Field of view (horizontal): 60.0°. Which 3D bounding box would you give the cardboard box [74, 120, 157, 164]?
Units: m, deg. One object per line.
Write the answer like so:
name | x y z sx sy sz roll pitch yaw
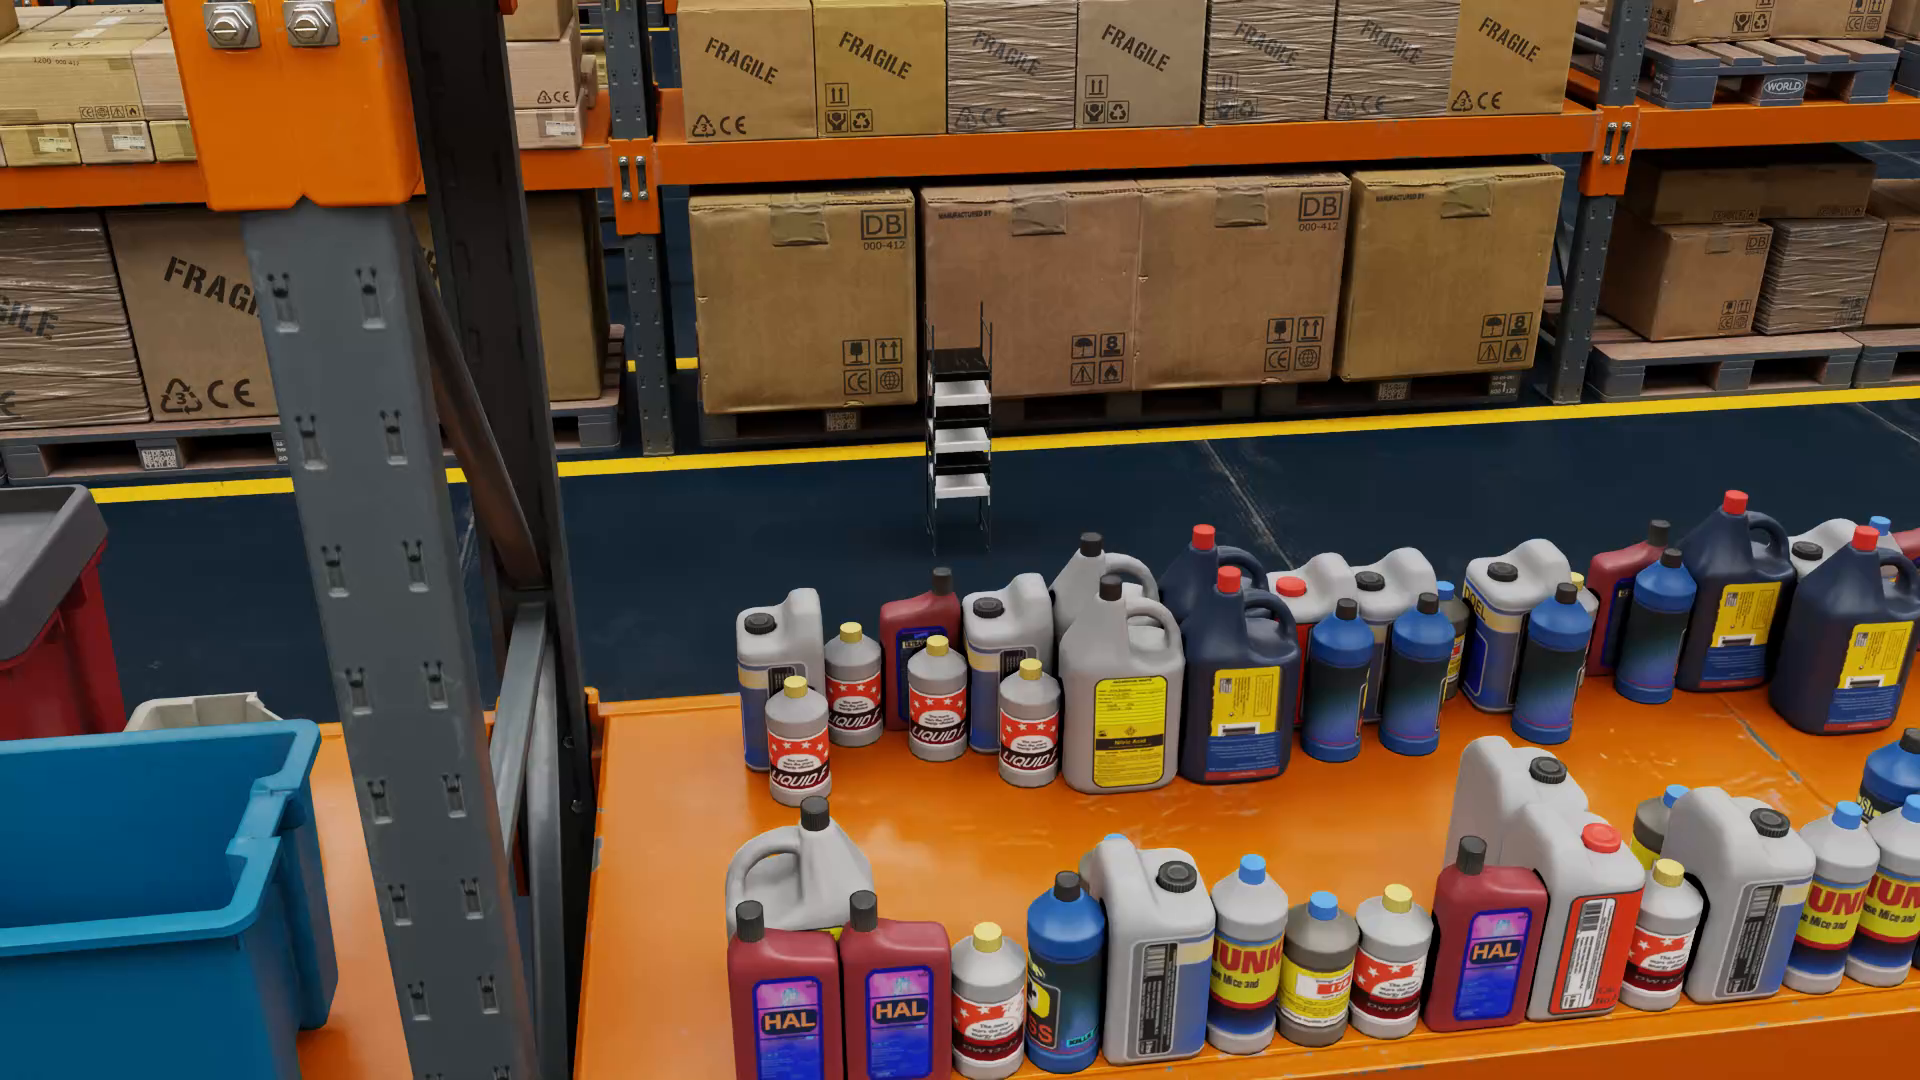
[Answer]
cardboard box | -3.104 -1.529 6.219 0.250 0.149 0.380 -3 27 -6

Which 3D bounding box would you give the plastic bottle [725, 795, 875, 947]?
plastic bottle | -0.199 0.477 2.089 0.185 0.351 0.144 -4 27 -7

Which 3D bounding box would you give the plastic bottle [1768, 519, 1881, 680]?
plastic bottle | 1.481 0.104 2.898 0.135 0.276 0.152 -4 27 -7

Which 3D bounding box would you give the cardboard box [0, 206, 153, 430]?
cardboard box | -3.760 -1.028 6.834 0.875 0.875 0.875 -4 27 -7

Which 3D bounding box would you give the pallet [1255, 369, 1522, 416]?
pallet | 1.847 -0.903 7.779 1.213 0.211 1.003 -4 27 -7

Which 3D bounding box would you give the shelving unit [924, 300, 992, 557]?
shelving unit | -0.008 -0.400 6.044 0.210 0.900 0.258 -4 27 -7

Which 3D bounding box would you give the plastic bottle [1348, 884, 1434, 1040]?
plastic bottle | 0.553 0.534 2.141 0.097 0.201 0.097 0 27 0

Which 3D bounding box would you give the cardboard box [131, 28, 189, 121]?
cardboard box | -2.741 -1.758 6.229 0.500 0.250 0.500 -3 27 -6

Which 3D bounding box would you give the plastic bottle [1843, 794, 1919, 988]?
plastic bottle | 1.240 0.459 2.212 0.097 0.271 0.097 0 27 0

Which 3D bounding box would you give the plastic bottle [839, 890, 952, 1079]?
plastic bottle | -0.078 0.546 2.027 0.133 0.283 0.061 -4 27 -7

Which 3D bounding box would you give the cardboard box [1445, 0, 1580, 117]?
cardboard box | 2.184 -2.061 6.872 0.500 0.500 0.500 -3 27 -6

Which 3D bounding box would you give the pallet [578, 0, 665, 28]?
pallet | -3.467 -5.132 16.021 1.213 0.211 1.003 -4 27 -7

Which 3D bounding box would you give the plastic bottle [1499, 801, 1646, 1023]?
plastic bottle | 0.796 0.472 2.179 0.135 0.276 0.152 -4 27 -7

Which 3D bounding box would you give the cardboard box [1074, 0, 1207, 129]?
cardboard box | 0.672 -1.966 6.686 0.500 0.500 0.500 -3 27 -6

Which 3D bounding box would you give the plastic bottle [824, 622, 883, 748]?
plastic bottle | -0.176 0.231 2.732 0.097 0.201 0.097 0 27 0

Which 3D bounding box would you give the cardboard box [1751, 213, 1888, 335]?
cardboard box | 3.846 -1.336 7.825 0.500 0.500 0.700 -6 28 -11

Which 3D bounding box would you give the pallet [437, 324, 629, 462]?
pallet | -2.087 -0.652 7.290 1.213 0.211 1.003 -4 27 -7

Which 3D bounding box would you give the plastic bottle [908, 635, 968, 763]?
plastic bottle | -0.036 0.250 2.695 0.097 0.201 0.097 0 27 0

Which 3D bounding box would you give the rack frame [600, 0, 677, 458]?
rack frame | -1.323 -1.906 6.678 0.127 3.000 1.000 -4 27 -7

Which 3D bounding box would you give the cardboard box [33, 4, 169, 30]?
cardboard box | -3.319 -1.967 6.637 0.500 0.250 0.500 -4 27 -7

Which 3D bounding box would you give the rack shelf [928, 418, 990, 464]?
rack shelf | -0.008 -0.370 6.059 0.200 0.077 0.258 -4 27 -7

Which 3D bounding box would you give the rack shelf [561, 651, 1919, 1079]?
rack shelf | 1.348 0.526 2.727 4.000 0.370 1.077 -4 27 -7

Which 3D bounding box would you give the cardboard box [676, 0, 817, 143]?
cardboard box | -0.832 -1.866 6.492 0.500 0.500 0.500 -4 27 -7

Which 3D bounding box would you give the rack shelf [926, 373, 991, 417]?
rack shelf | -0.008 -0.530 5.977 0.200 0.077 0.258 -4 27 -7

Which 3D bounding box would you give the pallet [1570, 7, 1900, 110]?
pallet | 3.329 -2.168 7.400 1.003 0.211 1.213 -4 27 -7

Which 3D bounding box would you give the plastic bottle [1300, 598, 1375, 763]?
plastic bottle | 0.610 0.219 2.678 0.097 0.271 0.097 0 27 0

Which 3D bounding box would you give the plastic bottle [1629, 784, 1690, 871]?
plastic bottle | 0.990 0.436 2.333 0.097 0.201 0.097 0 27 0

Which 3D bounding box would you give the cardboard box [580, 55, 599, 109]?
cardboard box | -1.662 -1.926 6.992 0.250 0.149 0.380 -4 27 -7

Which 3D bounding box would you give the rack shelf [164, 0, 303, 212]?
rack shelf | -2.613 -0.554 1.546 4.000 0.370 1.077 -4 27 -7

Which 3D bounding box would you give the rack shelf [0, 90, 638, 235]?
rack shelf | -3.303 -1.458 6.595 4.000 0.370 1.077 -4 27 -7

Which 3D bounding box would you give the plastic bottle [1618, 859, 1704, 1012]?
plastic bottle | 0.914 0.511 2.187 0.097 0.201 0.097 0 27 0

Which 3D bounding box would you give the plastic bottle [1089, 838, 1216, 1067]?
plastic bottle | 0.241 0.508 2.110 0.135 0.276 0.152 -4 27 -7

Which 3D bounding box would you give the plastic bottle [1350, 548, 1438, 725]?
plastic bottle | 0.707 0.153 2.801 0.135 0.276 0.152 -4 27 -7

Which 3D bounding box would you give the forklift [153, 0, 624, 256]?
forklift | -3.124 -2.643 8.190 3.031 2.935 1.130 -7 28 -13

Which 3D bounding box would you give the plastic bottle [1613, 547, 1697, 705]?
plastic bottle | 1.188 0.140 2.832 0.097 0.271 0.097 0 27 0

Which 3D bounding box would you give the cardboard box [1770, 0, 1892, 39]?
cardboard box | 3.706 -2.525 7.315 0.500 0.500 0.700 0 27 1

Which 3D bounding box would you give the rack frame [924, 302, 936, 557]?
rack frame | -0.109 -0.393 6.031 0.006 0.900 0.240 -4 27 -7

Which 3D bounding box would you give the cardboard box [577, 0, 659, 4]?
cardboard box | -3.340 -5.441 15.915 0.875 0.438 0.875 -4 27 -8

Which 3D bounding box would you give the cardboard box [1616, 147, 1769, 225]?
cardboard box | 3.298 -1.634 7.583 0.500 0.250 0.500 -3 27 -5

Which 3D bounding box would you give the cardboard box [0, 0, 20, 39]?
cardboard box | -3.763 -2.027 5.931 0.500 0.500 0.500 -4 27 -9

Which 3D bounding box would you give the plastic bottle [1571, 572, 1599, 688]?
plastic bottle | 1.048 0.152 2.885 0.097 0.201 0.097 0 27 0

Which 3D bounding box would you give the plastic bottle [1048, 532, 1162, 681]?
plastic bottle | 0.232 0.149 2.728 0.185 0.351 0.144 -4 27 -7

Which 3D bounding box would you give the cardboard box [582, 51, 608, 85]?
cardboard box | -2.477 -3.163 11.140 0.250 0.149 0.380 -3 27 -6

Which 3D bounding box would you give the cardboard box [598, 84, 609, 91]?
cardboard box | -2.448 -3.019 11.184 0.250 0.149 0.380 -5 28 -10

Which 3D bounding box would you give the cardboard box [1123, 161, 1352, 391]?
cardboard box | 1.068 -1.314 7.392 0.875 0.875 1.225 -4 27 -7

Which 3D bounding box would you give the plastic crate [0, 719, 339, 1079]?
plastic crate | -1.047 0.498 1.946 0.575 0.384 0.392 -4 27 -7
